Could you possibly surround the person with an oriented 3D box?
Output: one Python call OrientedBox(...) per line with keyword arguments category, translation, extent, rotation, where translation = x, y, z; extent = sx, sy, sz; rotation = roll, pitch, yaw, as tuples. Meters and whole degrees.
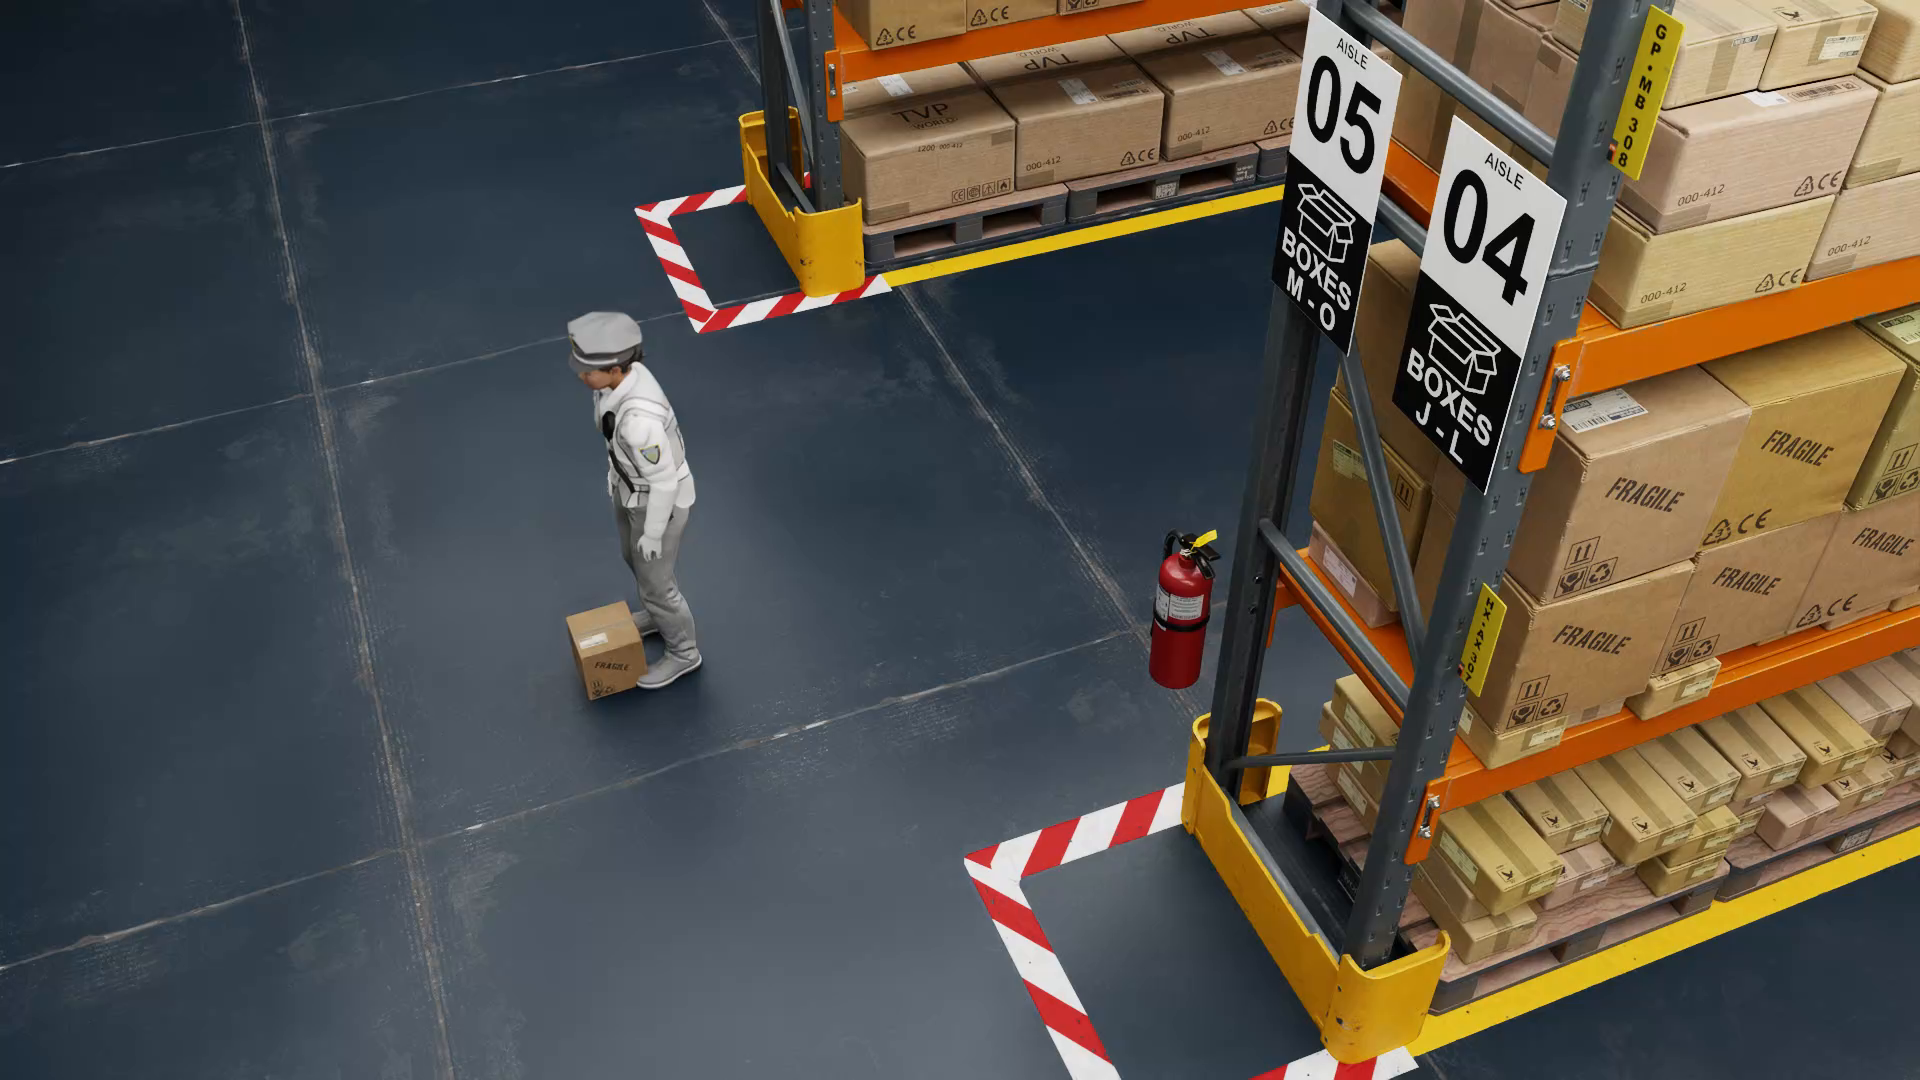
OrientedBox(category="person", translation=(-1.200, -0.149, 6.322), extent=(0.367, 1.663, 0.516), rotation=(-17, 45, -18))
